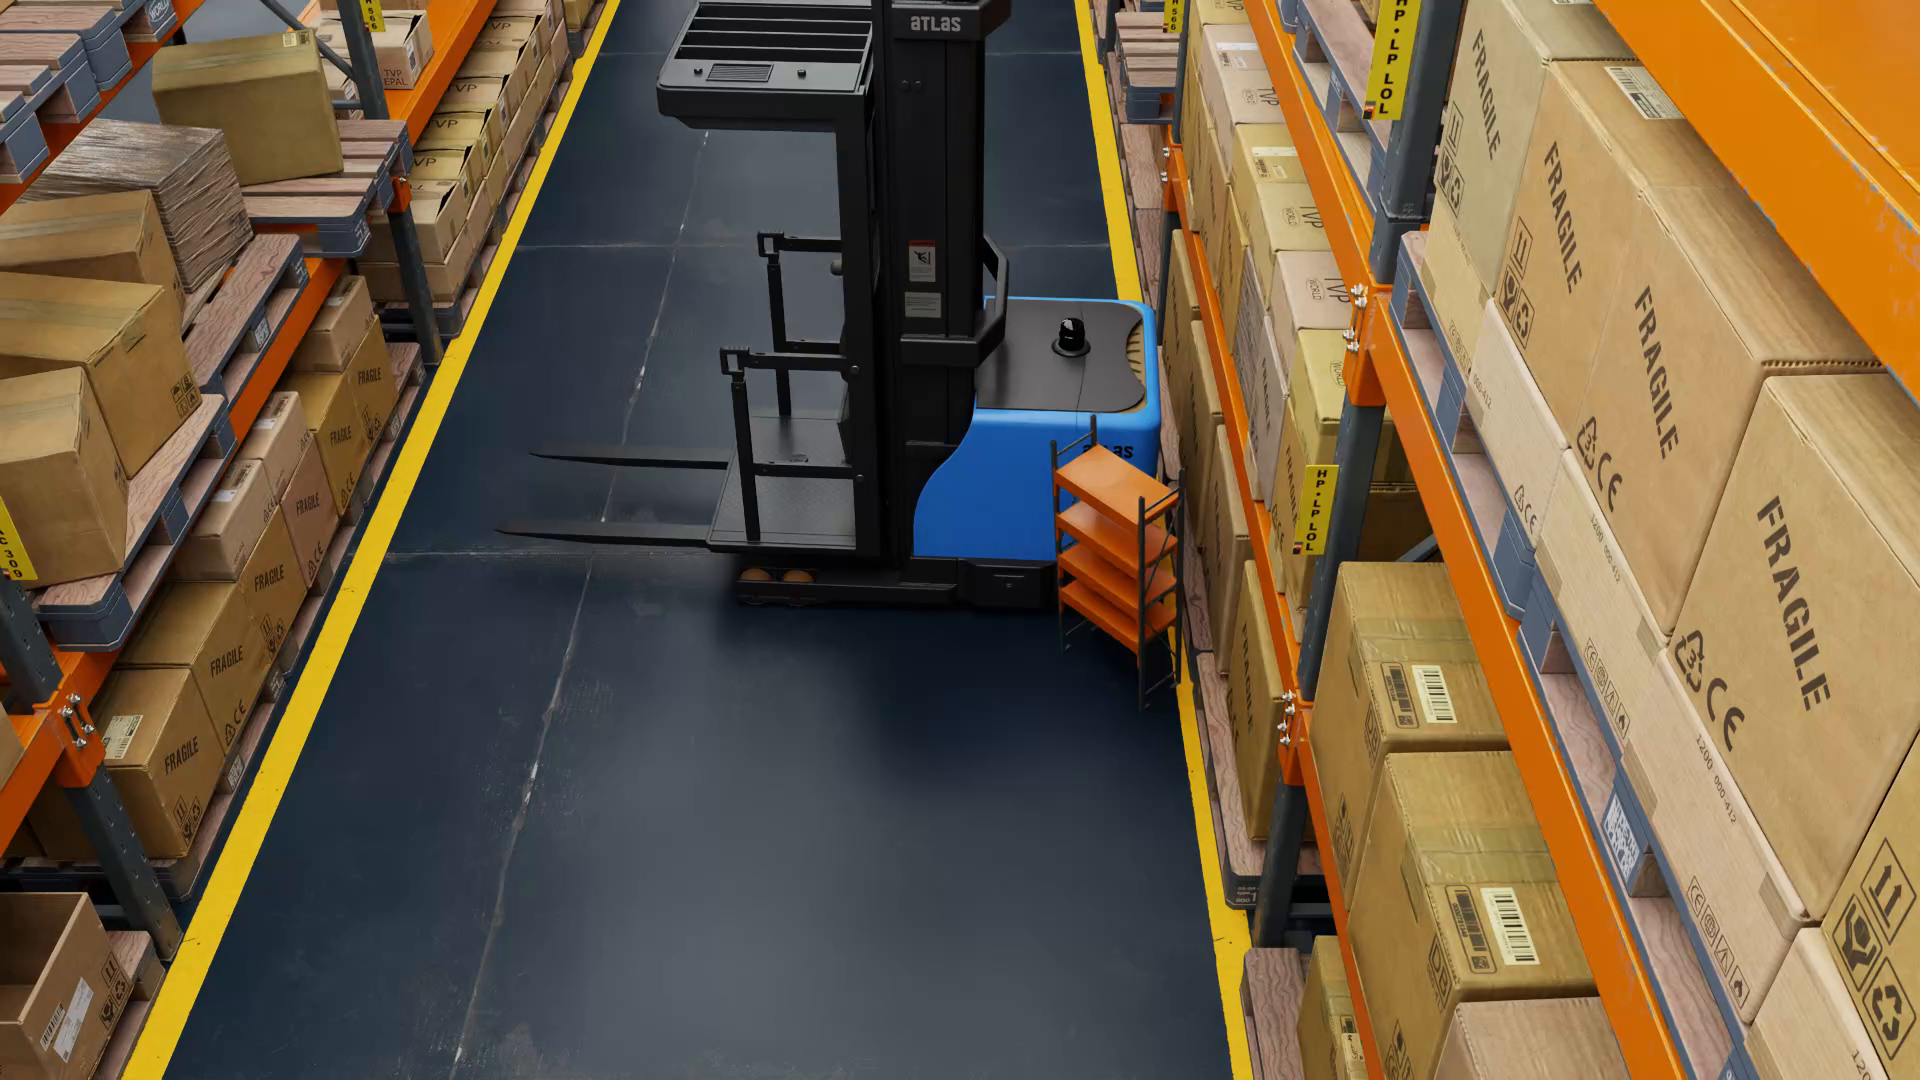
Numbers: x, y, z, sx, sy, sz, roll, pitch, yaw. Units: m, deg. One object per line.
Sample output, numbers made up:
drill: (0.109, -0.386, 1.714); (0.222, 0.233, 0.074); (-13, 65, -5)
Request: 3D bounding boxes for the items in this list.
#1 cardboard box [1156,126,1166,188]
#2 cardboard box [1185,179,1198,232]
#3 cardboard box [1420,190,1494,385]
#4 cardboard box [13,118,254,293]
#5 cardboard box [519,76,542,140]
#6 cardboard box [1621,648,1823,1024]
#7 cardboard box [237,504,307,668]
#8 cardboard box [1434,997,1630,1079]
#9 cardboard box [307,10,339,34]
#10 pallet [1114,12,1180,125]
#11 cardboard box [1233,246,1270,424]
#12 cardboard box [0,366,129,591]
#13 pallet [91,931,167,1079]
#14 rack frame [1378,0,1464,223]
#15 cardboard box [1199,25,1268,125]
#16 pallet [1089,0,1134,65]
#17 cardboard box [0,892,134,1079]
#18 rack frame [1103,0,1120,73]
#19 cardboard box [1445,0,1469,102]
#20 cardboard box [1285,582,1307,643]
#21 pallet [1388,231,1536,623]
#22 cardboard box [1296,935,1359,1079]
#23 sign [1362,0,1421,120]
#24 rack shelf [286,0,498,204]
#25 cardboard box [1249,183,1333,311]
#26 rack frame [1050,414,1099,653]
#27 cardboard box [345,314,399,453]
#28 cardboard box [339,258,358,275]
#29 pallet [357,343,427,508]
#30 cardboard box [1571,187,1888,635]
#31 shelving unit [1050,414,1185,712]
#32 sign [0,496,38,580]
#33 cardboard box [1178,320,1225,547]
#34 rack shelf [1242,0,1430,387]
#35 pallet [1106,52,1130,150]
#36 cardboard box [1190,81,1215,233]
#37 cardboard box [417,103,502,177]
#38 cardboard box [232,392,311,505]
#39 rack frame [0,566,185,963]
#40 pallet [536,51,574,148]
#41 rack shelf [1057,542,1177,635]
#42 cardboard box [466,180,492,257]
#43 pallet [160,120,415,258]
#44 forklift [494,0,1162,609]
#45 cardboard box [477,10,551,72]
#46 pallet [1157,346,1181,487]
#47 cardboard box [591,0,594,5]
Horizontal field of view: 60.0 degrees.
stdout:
cardboard box: (1.609, -2.451, 10.303); (0.700, 0.500, 0.500); (0, 39, 0)
cardboard box: (1.251, -1.552, 7.718); (0.380, 0.149, 0.250); (1, 39, 1)
cardboard box: (1.317, -0.553, 3.593); (0.500, 0.250, 0.500); (0, 39, 0)
cardboard box: (-3.455, -1.403, 6.932); (0.700, 0.500, 0.500); (7, 39, 8)
cardboard box: (-3.093, -2.863, 11.032); (0.500, 0.250, 0.500); (1, 39, 1)
cardboard box: (1.311, 0.407, 2.394); (0.500, 0.250, 0.500); (-1, 39, -1)
cardboard box: (-3.136, 0.190, 7.006); (0.500, 0.500, 0.500); (0, 39, 0)
cardboard box: (1.570, 1.463, 3.531); (0.980, 0.700, 0.700); (-2, 39, -2)
cardboard box: (-3.437, -2.865, 9.373); (0.380, 0.149, 0.250); (3, 39, 3)
pallet: (1.468, -2.543, 8.923); (1.213, 0.211, 1.003); (0, 39, 0)
cardboard box: (1.324, -0.755, 6.205); (0.500, 0.500, 0.500); (0, 39, 0)
cardboard box: (-3.151, -0.164, 5.386); (0.700, 0.500, 0.500); (-13, 40, -15)
pallet: (-3.374, 1.853, 5.515); (1.003, 0.211, 1.213); (0, 39, 0)
rack frame: (1.580, -2.012, 3.310); (1.000, 3.000, 0.127); (0, 39, 0)
cardboard box: (1.319, -2.007, 7.168); (0.500, 0.250, 0.500); (-1, 39, -1)
pallet: (1.534, -4.005, 12.825); (1.003, 0.211, 1.213); (0, 39, 0)
cardboard box: (-3.090, 1.495, 5.378); (0.500, 0.500, 0.500); (0, 39, 0)
rack frame: (1.570, -4.673, 11.428); (1.000, 3.000, 0.127); (0, 39, 0)
cardboard box: (1.688, -1.602, 4.766); (0.700, 0.500, 0.500); (-2, 39, -3)
cardboard box: (1.296, 0.209, 5.522); (0.380, 0.149, 0.250); (0, 39, 0)
pallet: (1.570, -0.295, 3.637); (1.003, 0.211, 1.213); (0, 39, 0)
cardboard box: (1.478, 1.609, 5.252); (0.700, 0.500, 0.500); (0, 39, 1)
sign: (1.037, -1.159, 3.980); (0.100, 0.325, 0.005); (0, 39, 0)
rack shelf: (-3.381, -3.136, 10.085); (1.077, 0.370, 4.000); (0, 39, 0)
cardboard box: (1.332, -1.057, 5.982); (0.500, 0.250, 0.500); (1, 39, 1)
rack frame: (0.497, -0.003, 7.023); (0.240, 1.200, 0.015); (-32, 49, -26)
cardboard box: (-3.143, -0.778, 8.214); (0.500, 0.500, 0.500); (1, 39, 2)
cardboard box: (-3.623, -1.586, 9.439); (0.500, 0.250, 0.500); (1, 39, 1)
pallet: (-3.416, -0.611, 8.589); (1.003, 0.211, 1.213); (0, 39, 0)
cardboard box: (1.313, -0.202, 2.554); (0.500, 0.500, 0.500); (0, 39, 0)
shelving unit: (0.655, 0.112, 6.878); (0.258, 1.200, 0.503); (-32, 49, -26)
sign: (-2.831, -0.008, 4.914); (0.100, 0.325, 0.005); (0, 39, 0)
cardboard box: (1.439, -0.489, 7.590); (0.750, 0.750, 0.750); (0, 39, 0)
rack shelf: (1.577, -1.811, 6.033); (1.077, 0.370, 4.000); (0, 39, 0)
pallet: (1.573, -3.098, 11.693); (1.003, 0.211, 1.213); (0, 39, 0)
cardboard box: (1.311, -1.703, 7.389); (0.500, 0.500, 0.500); (1, 39, 1)
cardboard box: (-3.093, -2.451, 10.070); (0.500, 0.311, 0.500); (-1, 39, -1)
cardboard box: (-3.133, -0.395, 7.137); (0.500, 0.250, 0.500); (-1, 39, -1)
rack frame: (-3.374, 0.335, 5.178); (1.000, 3.000, 0.127); (0, 39, 0)
pallet: (-3.343, -3.119, 11.718); (1.003, 0.211, 1.213); (0, 39, 0)
rack shelf: (0.661, 0.162, 6.923); (0.258, 0.148, 0.480); (-32, 49, -26)
cardboard box: (-3.087, -1.899, 9.829); (0.500, 0.250, 0.500); (-1, 39, -1)
pallet: (-3.308, -1.667, 7.831); (1.213, 0.211, 1.003); (0, 39, 0)
forklift: (-0.627, -1.168, 7.109); (3.031, 2.935, 1.130); (2, 39, 3)
cardboard box: (-3.089, -3.399, 11.253); (0.500, 0.311, 0.500); (1, 39, 1)
pallet: (1.501, -0.591, 8.564); (1.003, 0.211, 1.213); (0, 39, 0)
cardboard box: (-3.076, -4.361, 12.902); (0.500, 0.250, 0.500); (0, 39, 0)
